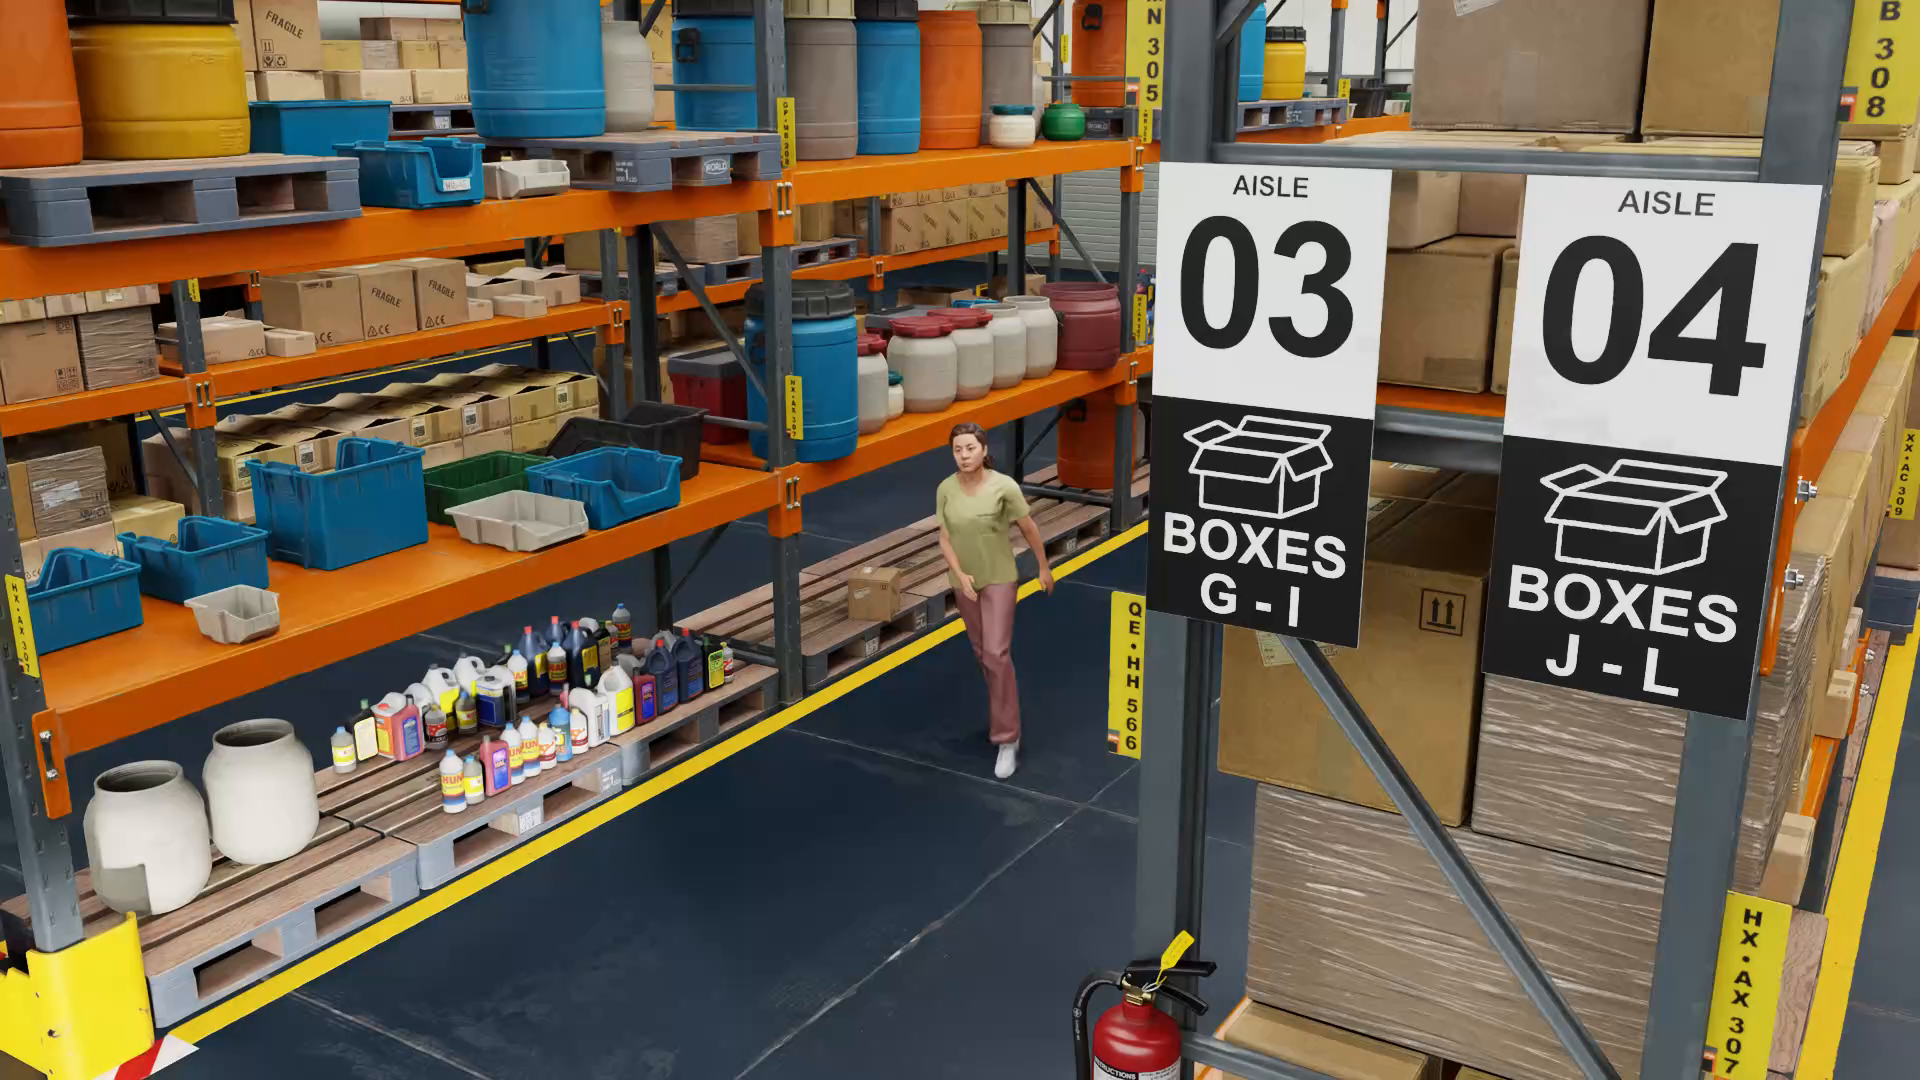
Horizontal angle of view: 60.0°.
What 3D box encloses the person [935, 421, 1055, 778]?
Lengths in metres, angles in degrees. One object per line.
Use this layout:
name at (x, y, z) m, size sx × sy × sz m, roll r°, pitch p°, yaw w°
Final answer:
person at (0.143, 0.368, 8.242) m, size 0.552 × 1.442 × 0.716 m, roll 5°, pitch 17°, yaw 17°
